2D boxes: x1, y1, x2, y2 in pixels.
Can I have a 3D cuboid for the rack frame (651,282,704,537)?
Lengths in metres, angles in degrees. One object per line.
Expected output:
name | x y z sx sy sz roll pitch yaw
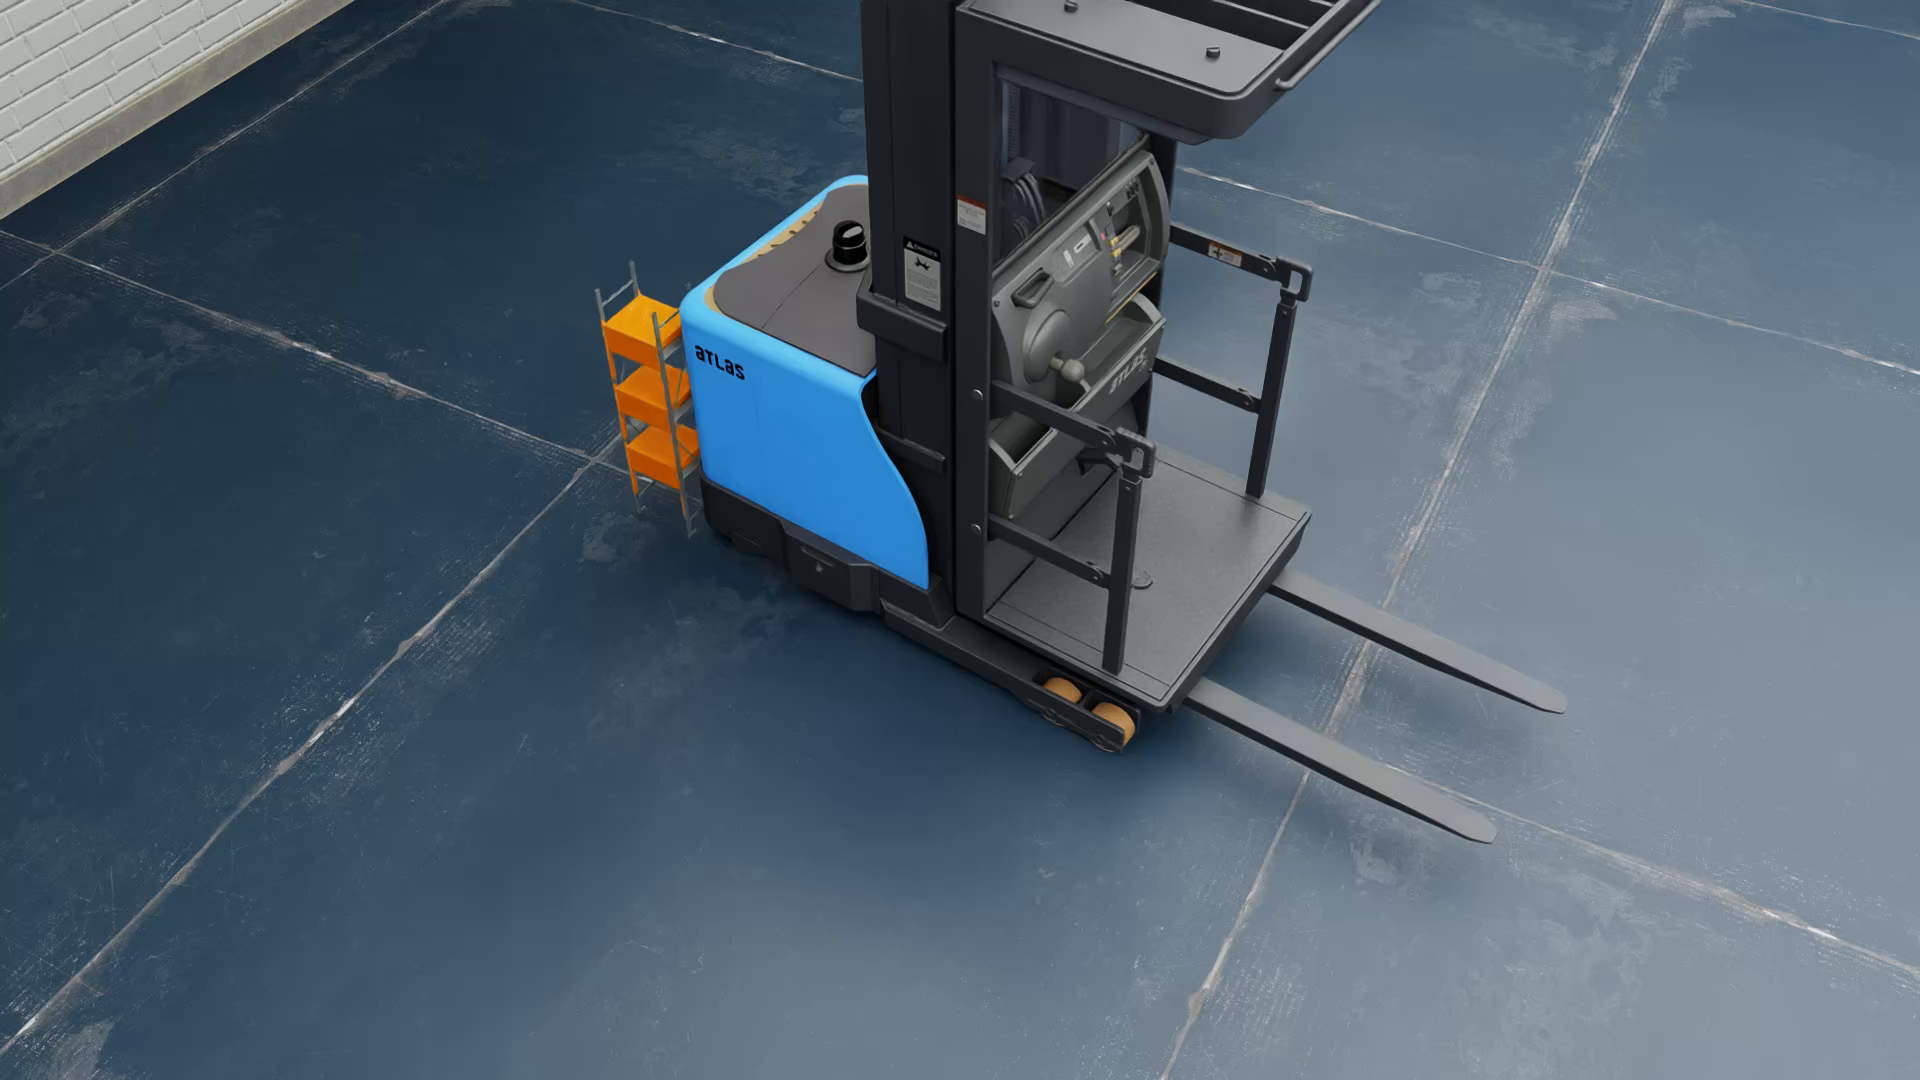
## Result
rack frame | -0.969 -0.442 5.948 0.008 1.050 0.200 23 50 21

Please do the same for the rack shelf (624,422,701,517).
rack shelf | -1.074 -0.284 6.198 0.240 0.259 0.215 23 50 21

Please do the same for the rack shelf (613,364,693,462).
rack shelf | -1.074 -0.479 6.000 0.240 0.259 0.215 23 50 21

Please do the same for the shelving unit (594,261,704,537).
shelving unit | -1.074 -0.487 5.993 0.252 1.050 0.215 23 50 21

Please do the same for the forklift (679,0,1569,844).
forklift | 0.548 -0.759 4.940 3.031 2.935 1.130 26 51 23

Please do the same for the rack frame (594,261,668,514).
rack frame | -1.178 -0.531 6.037 0.008 1.050 0.200 23 50 21

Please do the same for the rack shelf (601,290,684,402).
rack shelf | -1.074 -0.679 5.798 0.240 0.259 0.215 23 50 21
